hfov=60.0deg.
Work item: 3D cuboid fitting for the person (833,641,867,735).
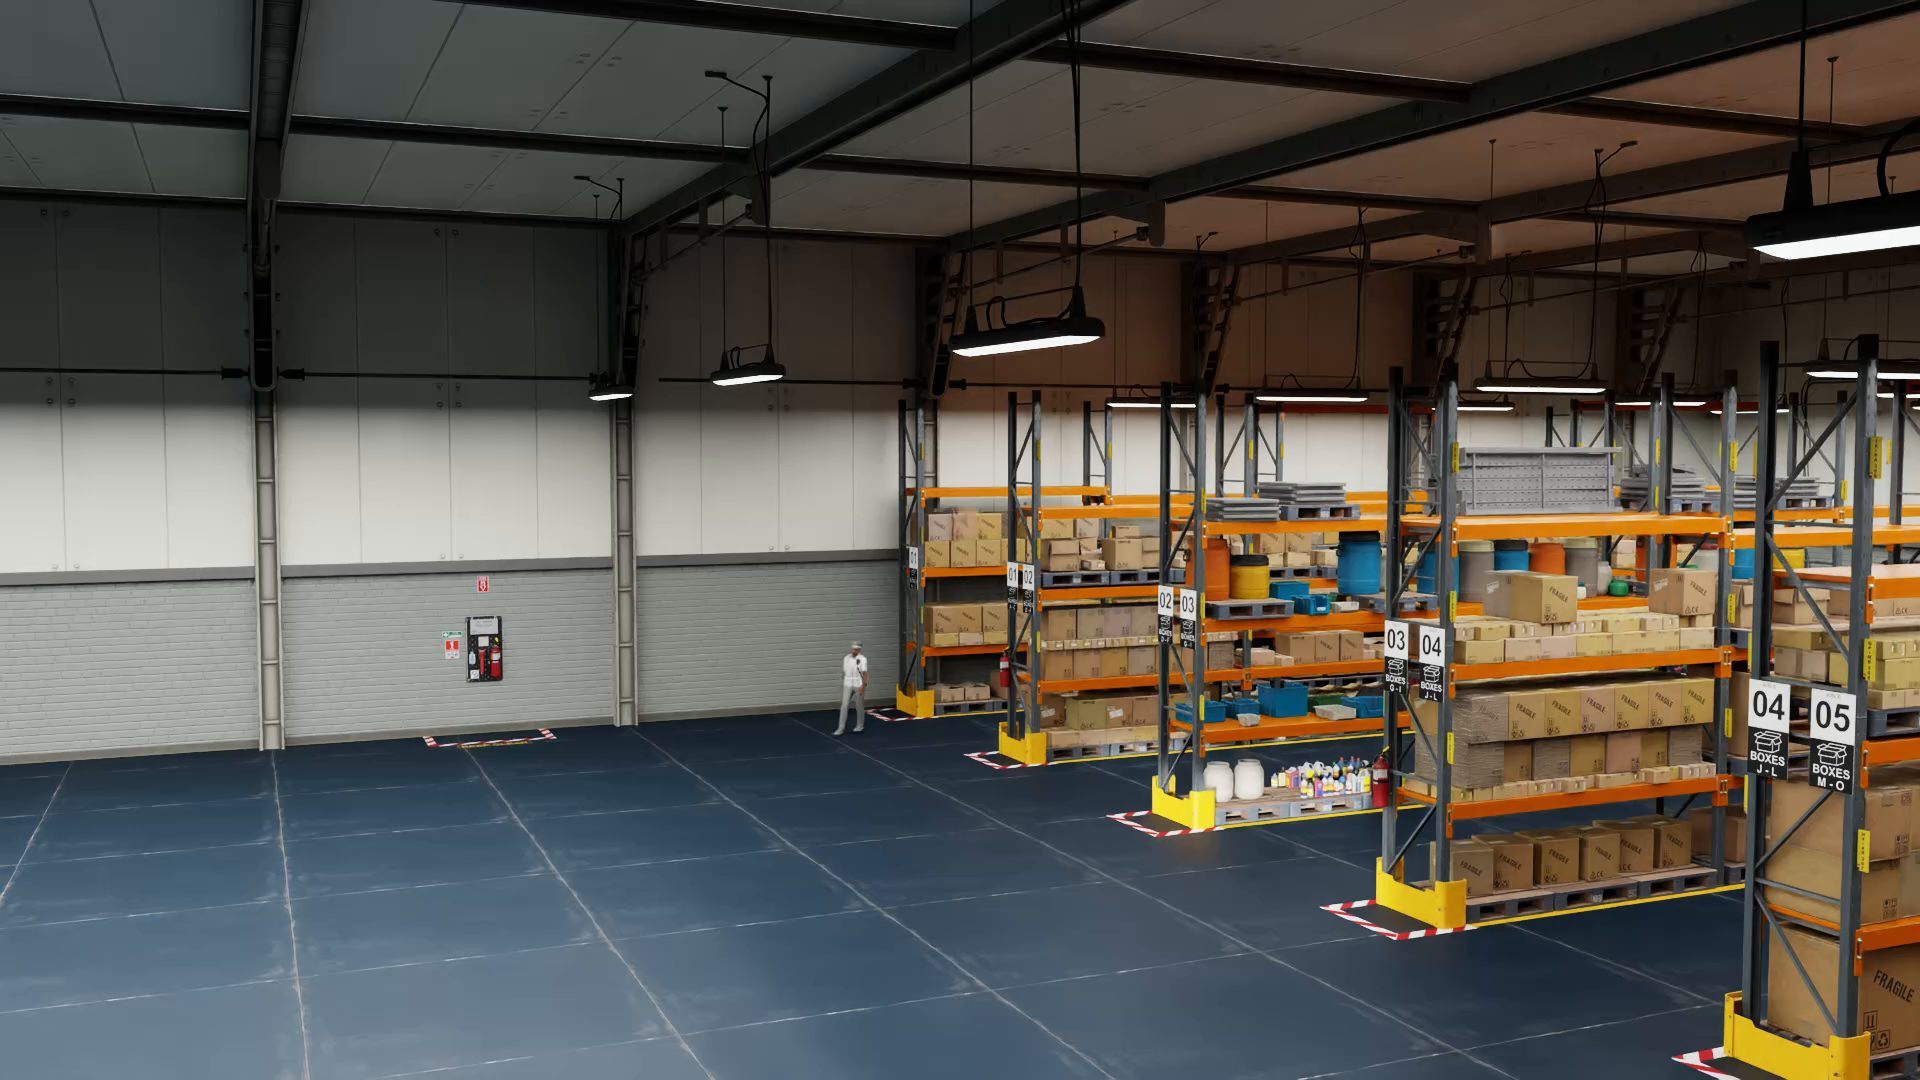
[{"bbox_3d":[-1.909,2.608,29.405,0.523,1.643,0.816,1,3,9],"label":"person"}]
